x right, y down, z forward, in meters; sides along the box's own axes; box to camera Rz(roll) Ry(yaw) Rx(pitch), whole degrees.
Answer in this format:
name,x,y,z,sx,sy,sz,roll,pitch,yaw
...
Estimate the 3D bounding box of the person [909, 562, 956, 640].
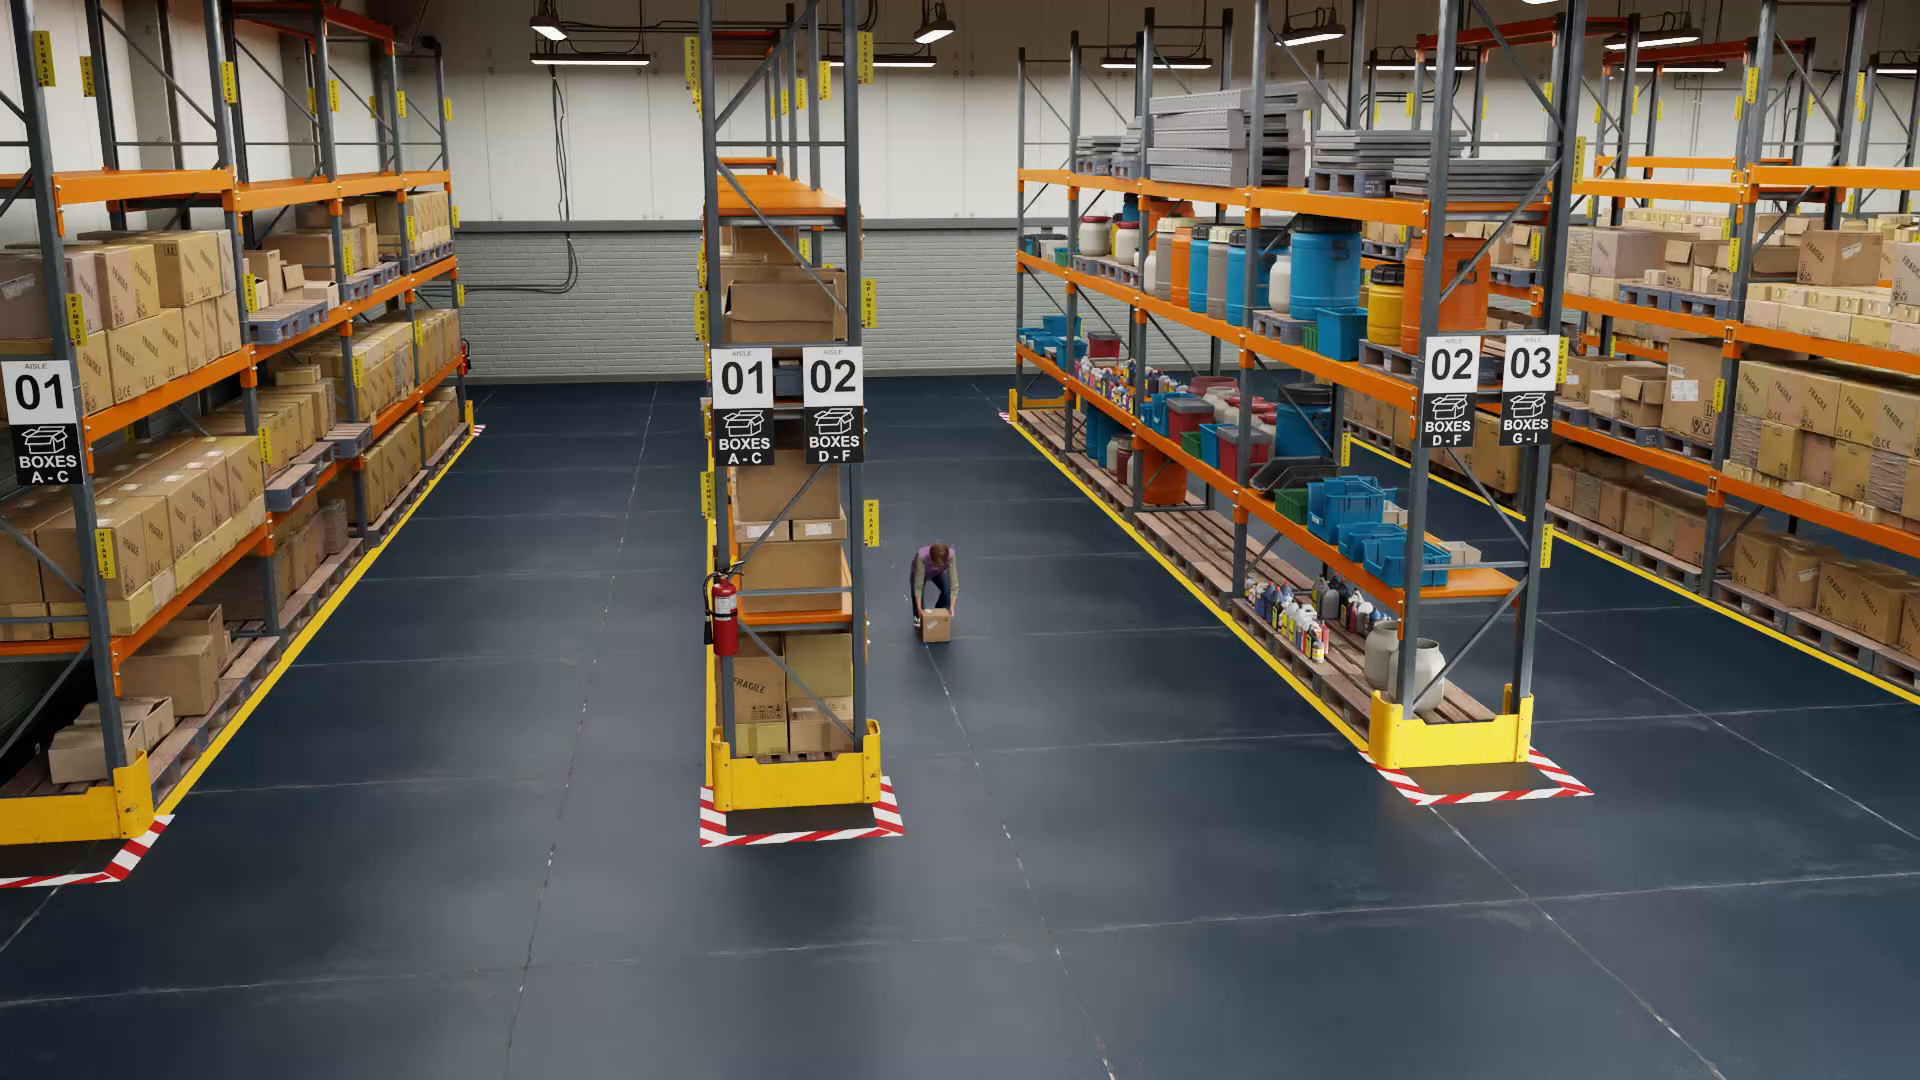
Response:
name,x,y,z,sx,sy,sz,roll,pitch,yaw
person,-0.265,0.543,15.837,0.433,0.765,0.833,-1,13,-6
